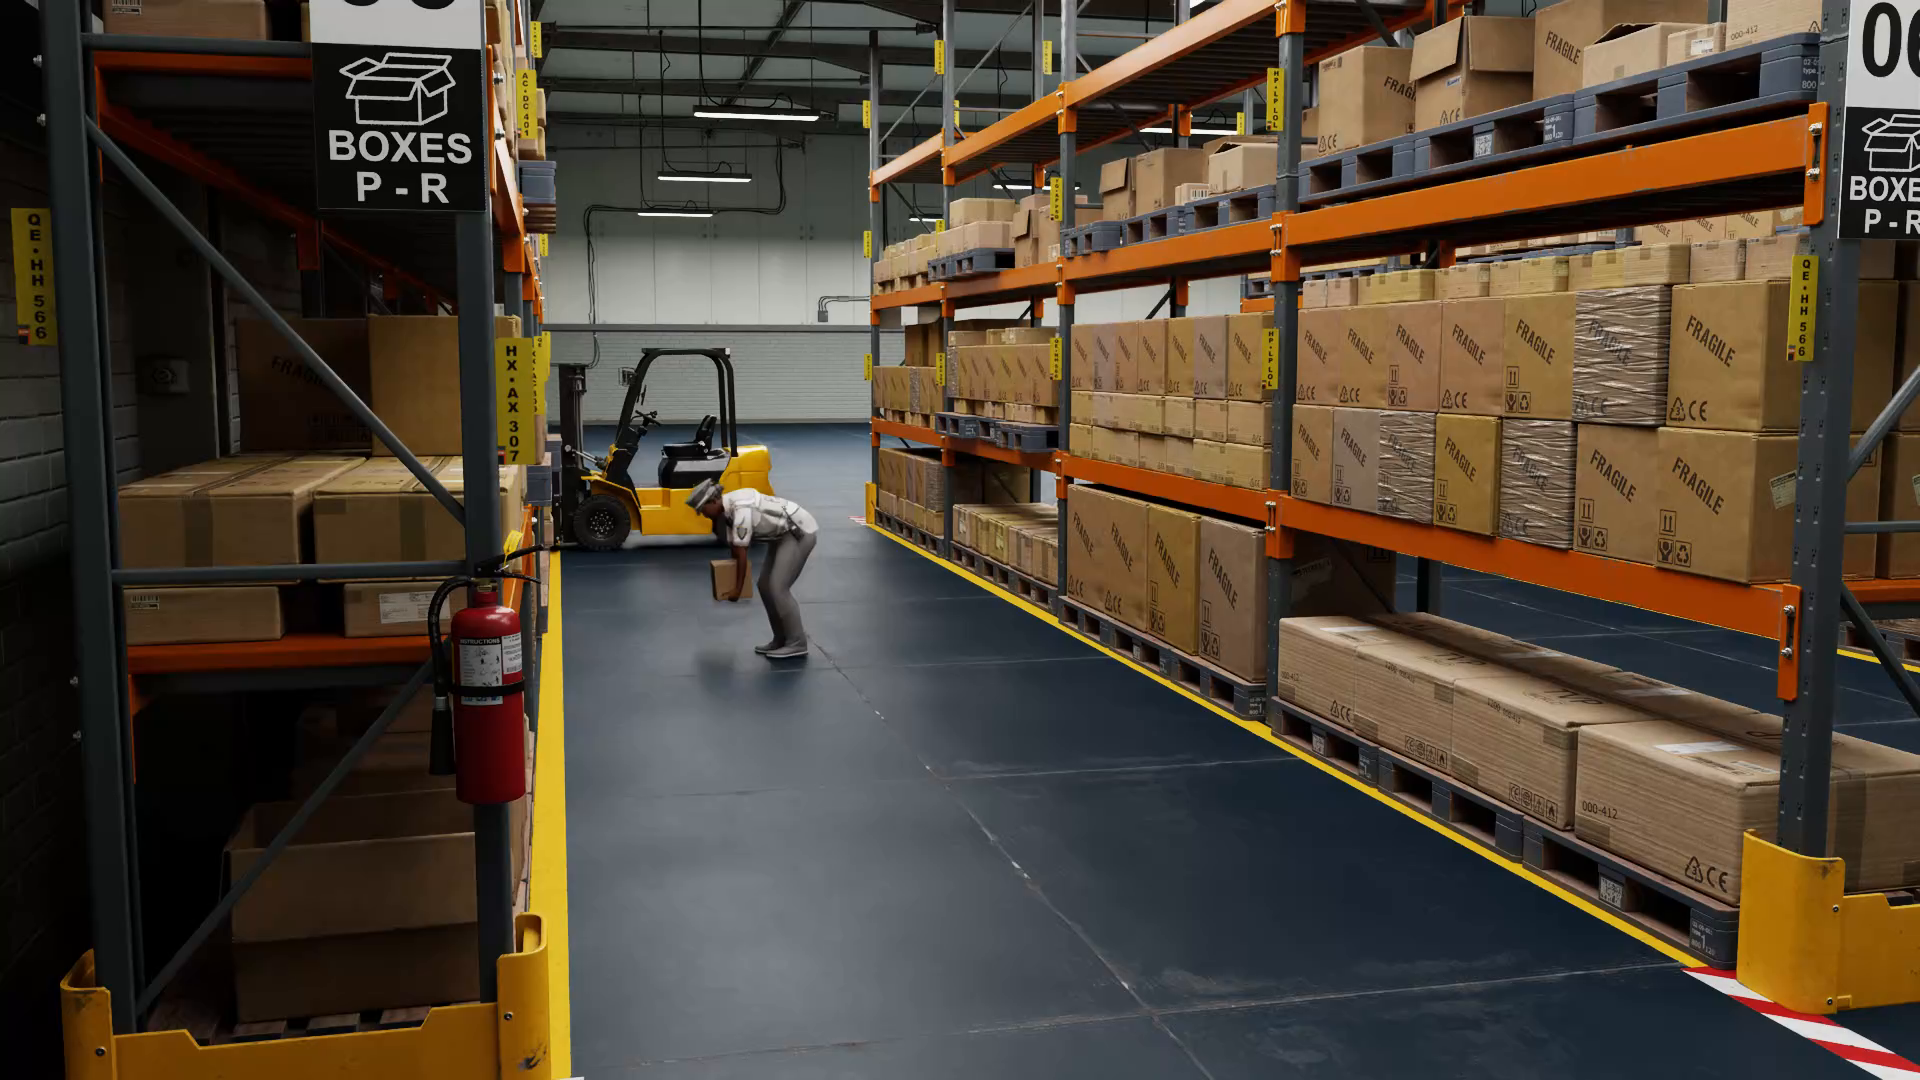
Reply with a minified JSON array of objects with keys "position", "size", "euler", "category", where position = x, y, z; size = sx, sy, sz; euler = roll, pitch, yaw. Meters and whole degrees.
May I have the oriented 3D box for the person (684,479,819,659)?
[{"position":[-1.429,0.191,11.426],"size":[0.920,1.238,0.412],"euler":[-2,6,-15],"category":"person"}]
